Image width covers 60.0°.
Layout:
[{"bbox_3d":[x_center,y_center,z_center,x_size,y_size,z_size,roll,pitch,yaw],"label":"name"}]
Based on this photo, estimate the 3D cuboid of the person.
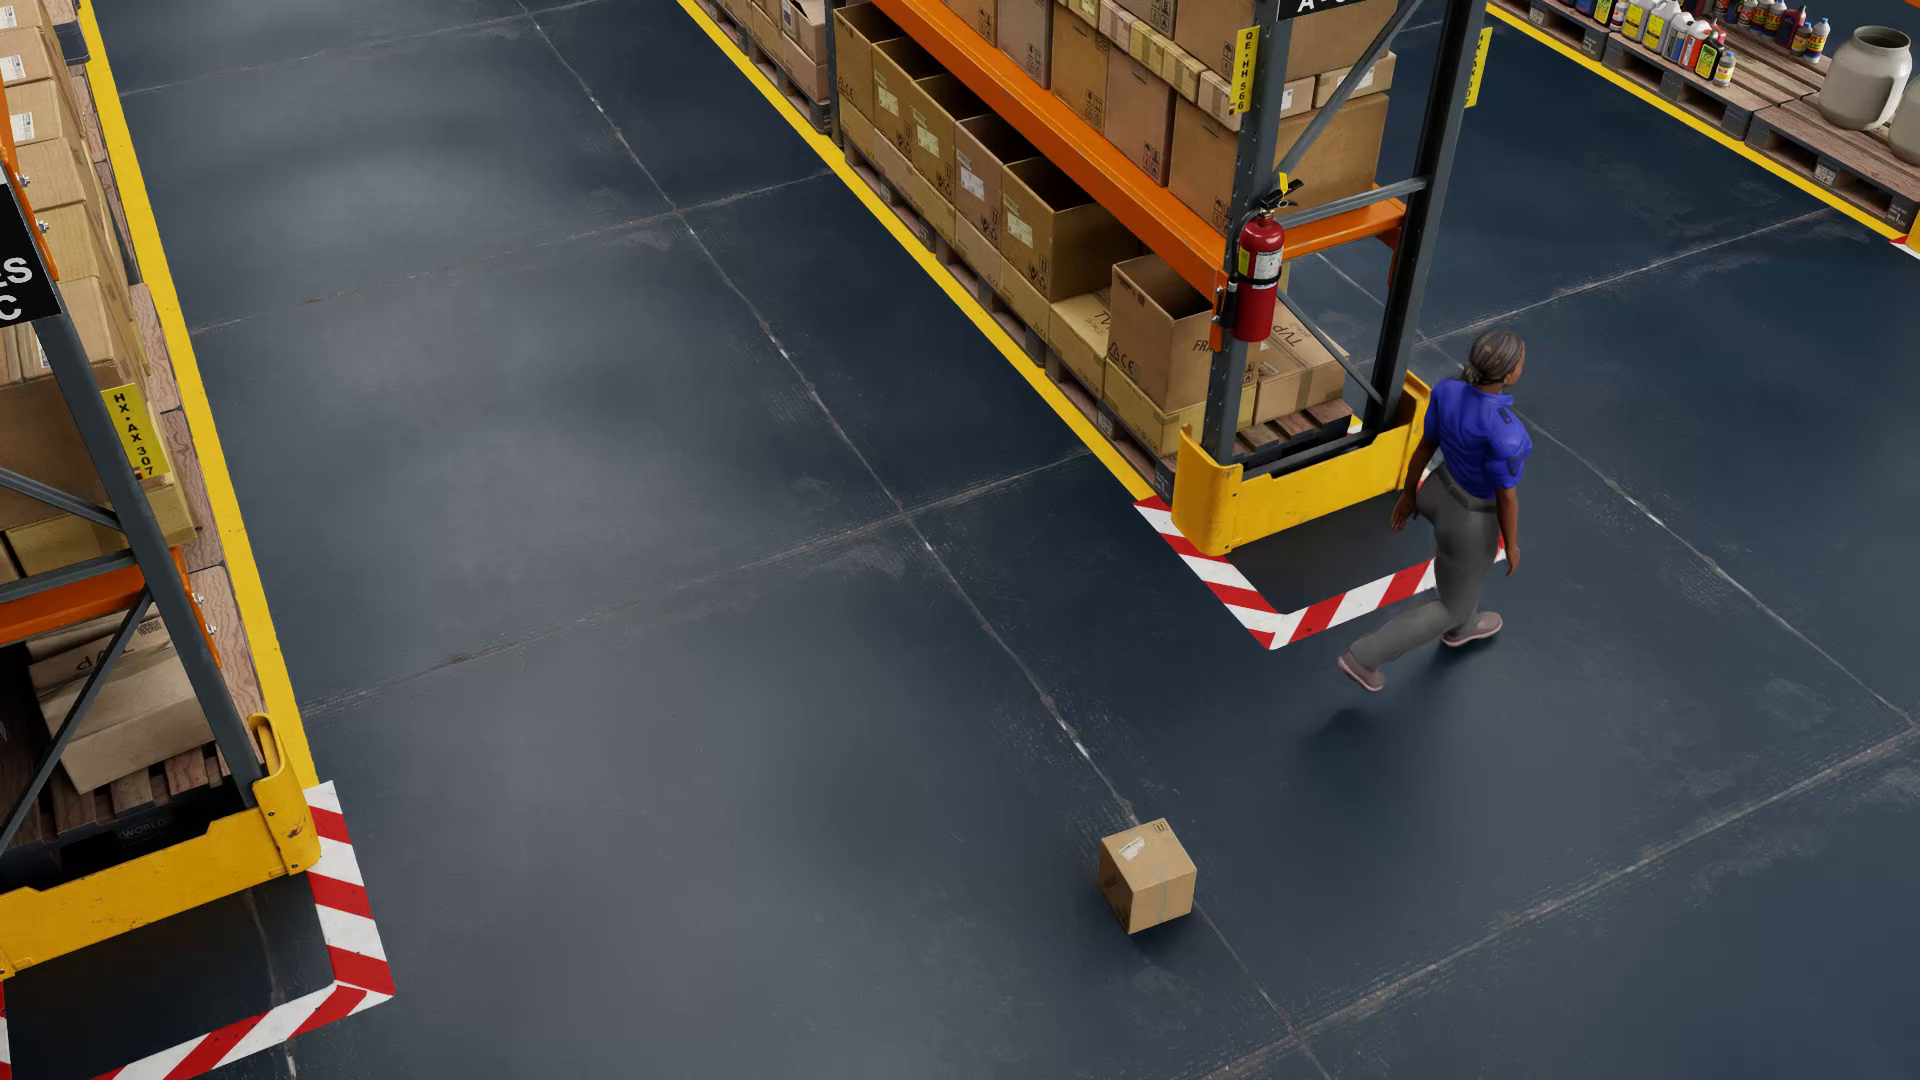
[{"bbox_3d":[1.863,-0.092,6.253,0.906,1.608,0.471,-13,43,-14],"label":"person"}]
